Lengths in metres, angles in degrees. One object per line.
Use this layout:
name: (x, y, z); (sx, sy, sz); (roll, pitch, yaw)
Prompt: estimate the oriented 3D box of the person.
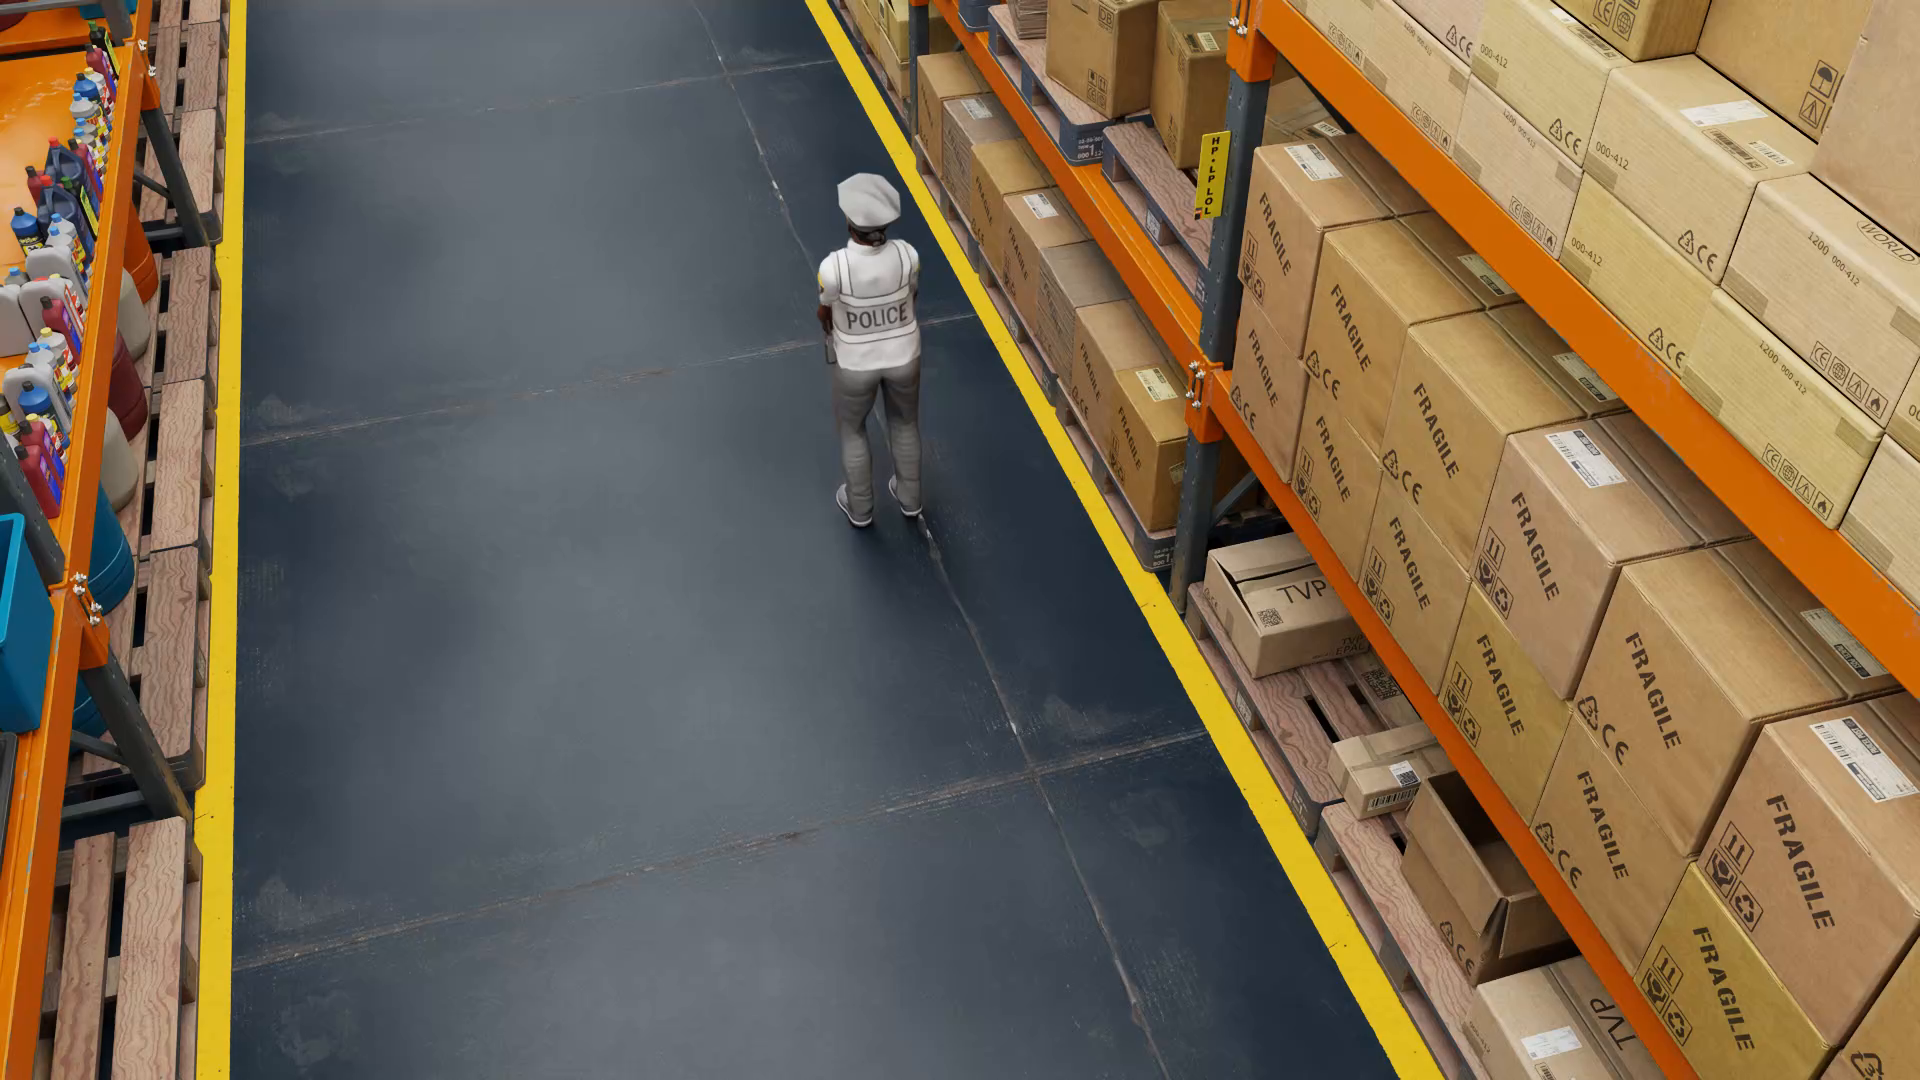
person: (-0.387, -0.821, 7.041); (0.435, 1.692, 0.519); (-12, 44, -13)
